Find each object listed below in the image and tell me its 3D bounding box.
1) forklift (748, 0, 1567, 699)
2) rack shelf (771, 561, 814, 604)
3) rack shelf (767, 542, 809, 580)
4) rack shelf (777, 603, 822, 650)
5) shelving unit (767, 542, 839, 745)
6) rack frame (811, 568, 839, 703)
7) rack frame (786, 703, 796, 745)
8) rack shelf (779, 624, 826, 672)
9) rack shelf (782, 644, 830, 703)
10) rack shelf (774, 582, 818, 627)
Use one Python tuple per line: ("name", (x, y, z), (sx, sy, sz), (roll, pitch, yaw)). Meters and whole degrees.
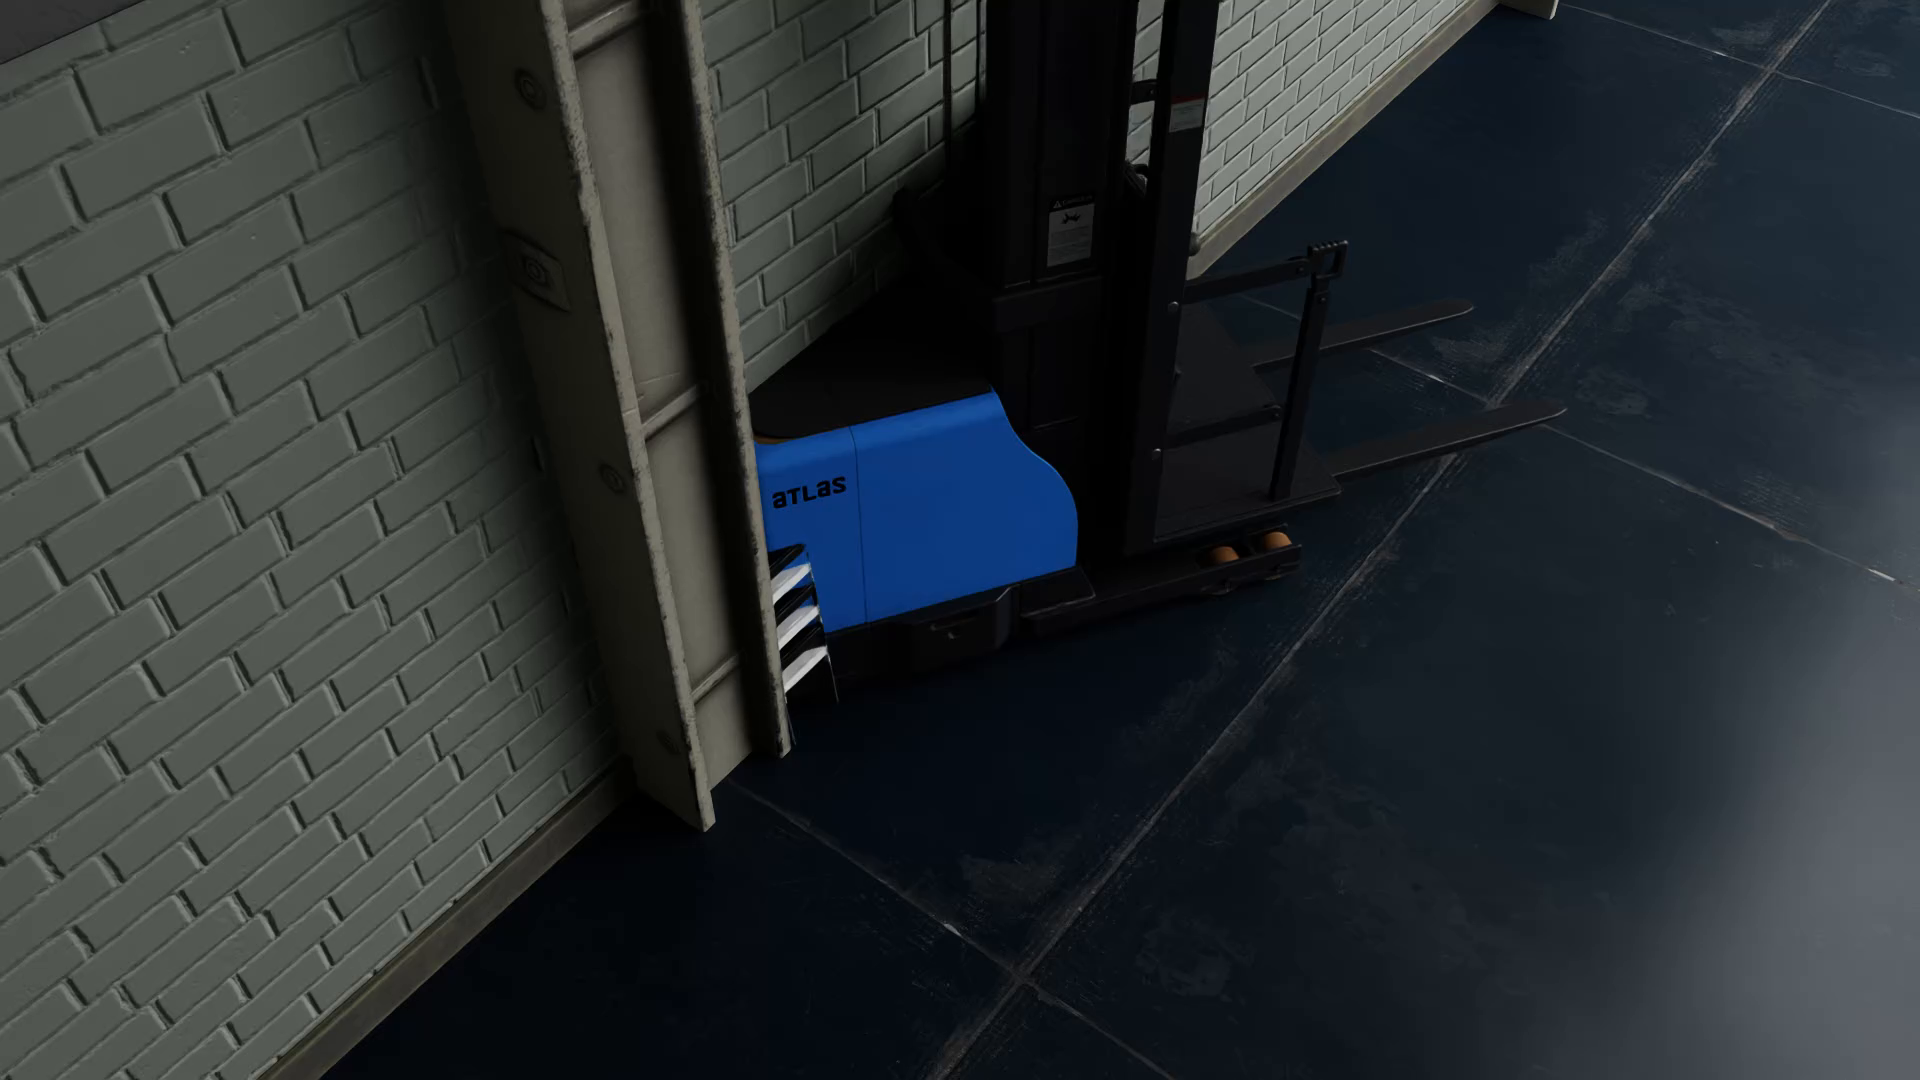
("forklift", (0.616, -1.174, 4.845), (3.031, 2.935, 1.130), (-15, 48, -14))
("rack shelf", (-0.588, 0.101, 4.829), (0.258, 0.077, 0.200), (26, 53, 29))
("rack shelf", (-0.595, 0.037, 4.767), (0.258, 0.077, 0.200), (26, 53, 29))
("rack shelf", (-0.573, 0.229, 4.955), (0.258, 0.077, 0.200), (26, 53, 29))
("shelving unit", (-0.576, 0.205, 4.932), (0.258, 0.900, 0.210), (26, 53, 29))
("rack frame", (-0.514, 0.145, 4.986), (0.240, 0.900, 0.006), (26, 53, 29))
("rack frame", (-0.638, 0.265, 4.878), (0.240, 0.900, 0.006), (26, 53, 29))
("rack shelf", (-0.566, 0.293, 5.018), (0.258, 0.077, 0.200), (26, 53, 29))
("rack shelf", (-0.559, 0.357, 5.081), (0.258, 0.077, 0.200), (26, 53, 29))
("rack shelf", (-0.581, 0.165, 4.892), (0.258, 0.077, 0.200), (26, 53, 29))
